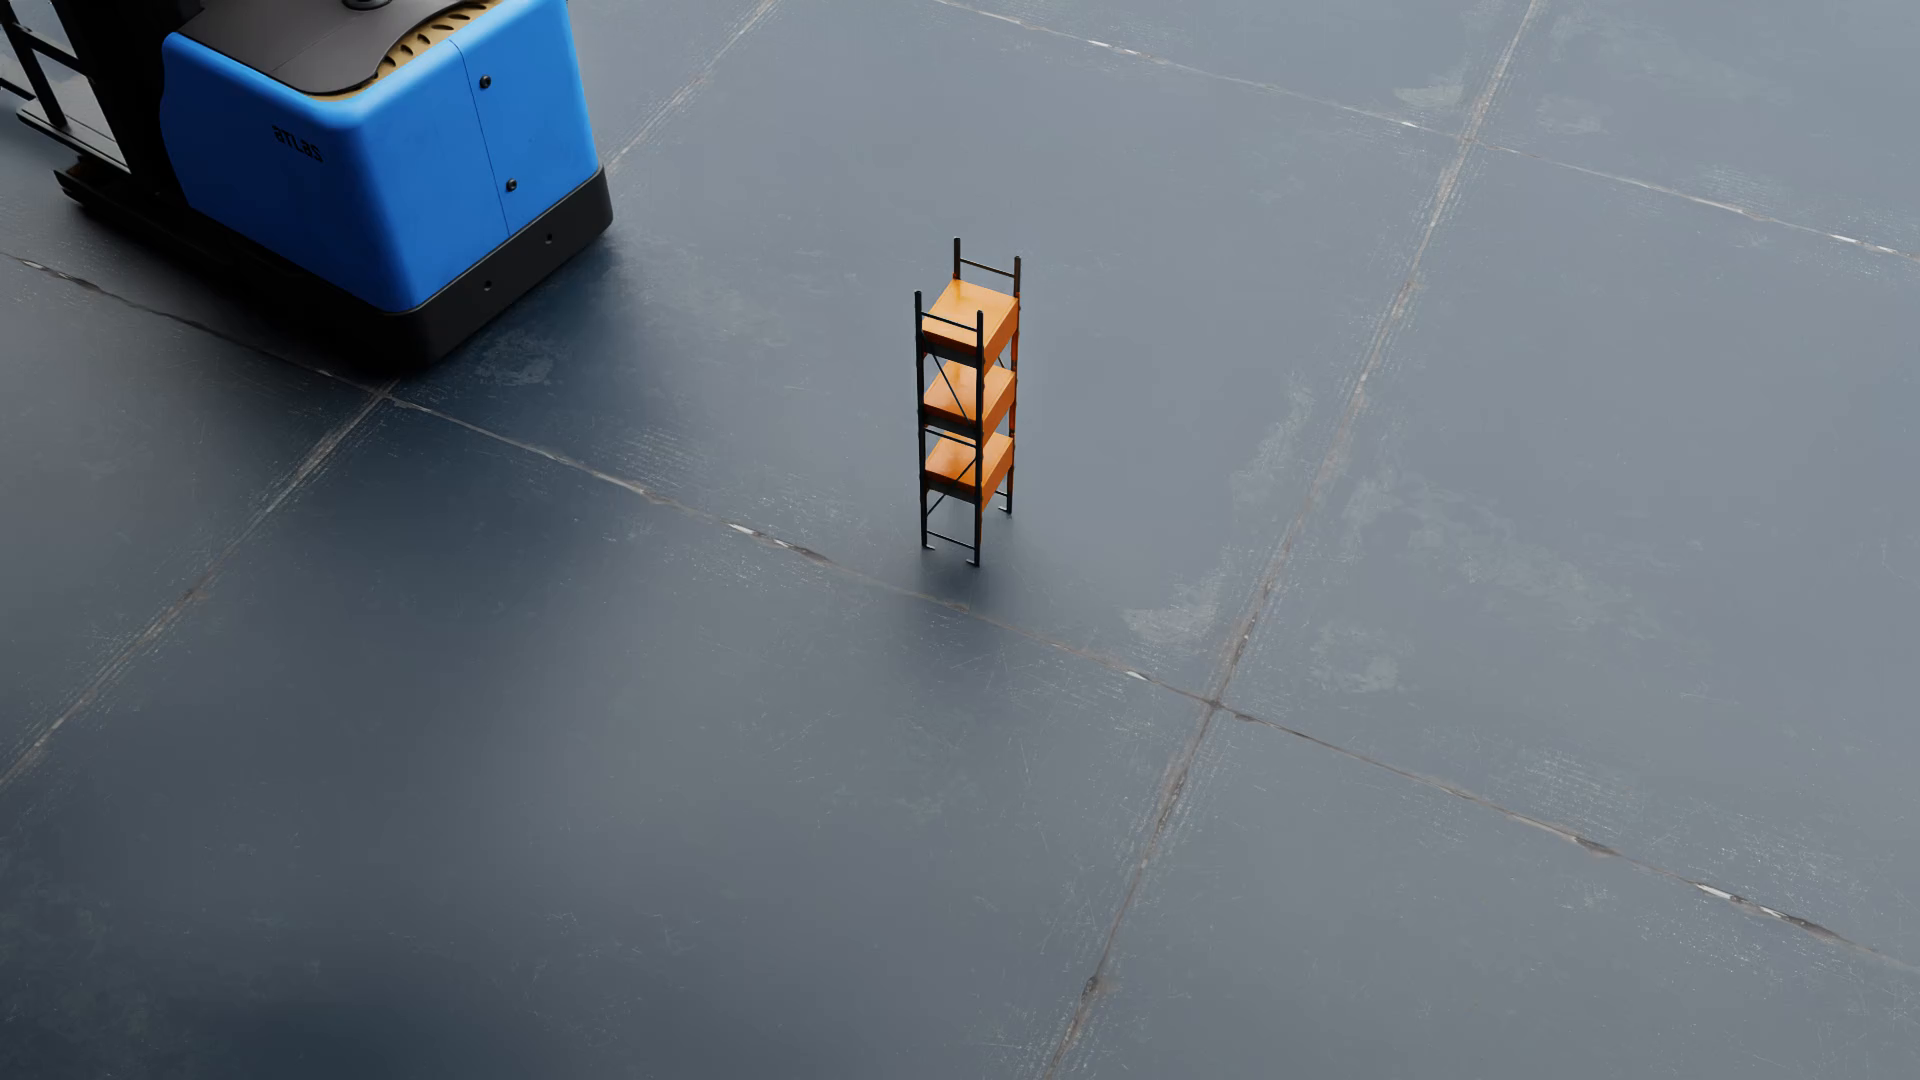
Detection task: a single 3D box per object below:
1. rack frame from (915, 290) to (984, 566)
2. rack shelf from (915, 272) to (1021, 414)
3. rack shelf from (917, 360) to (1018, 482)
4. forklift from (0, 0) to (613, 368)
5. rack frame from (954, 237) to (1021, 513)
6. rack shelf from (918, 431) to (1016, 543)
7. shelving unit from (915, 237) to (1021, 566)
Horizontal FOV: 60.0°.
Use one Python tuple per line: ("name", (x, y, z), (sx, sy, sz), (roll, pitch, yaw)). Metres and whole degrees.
("rack frame", (-0.029, -0.293, 4.810), (0.200, 1.050, 0.008), (20, 52, 16))
("rack shelf", (0.023, -0.554, 4.673), (0.215, 0.259, 0.240), (20, 52, 16))
("rack shelf", (0.023, -0.370, 4.890), (0.215, 0.259, 0.240), (20, 52, 16))
("forklift", (-2.791, -2.436, 5.398), (3.031, 2.935, 1.130), (27, 55, 21))
("rack frame", (0.075, -0.461, 4.953), (0.200, 1.050, 0.008), (20, 52, 16))
("rack shelf", (0.023, -0.190, 5.101), (0.215, 0.259, 0.240), (20, 52, 16))
("shelving unit", (0.023, -0.377, 4.882), (0.215, 1.050, 0.252), (20, 52, 16))
